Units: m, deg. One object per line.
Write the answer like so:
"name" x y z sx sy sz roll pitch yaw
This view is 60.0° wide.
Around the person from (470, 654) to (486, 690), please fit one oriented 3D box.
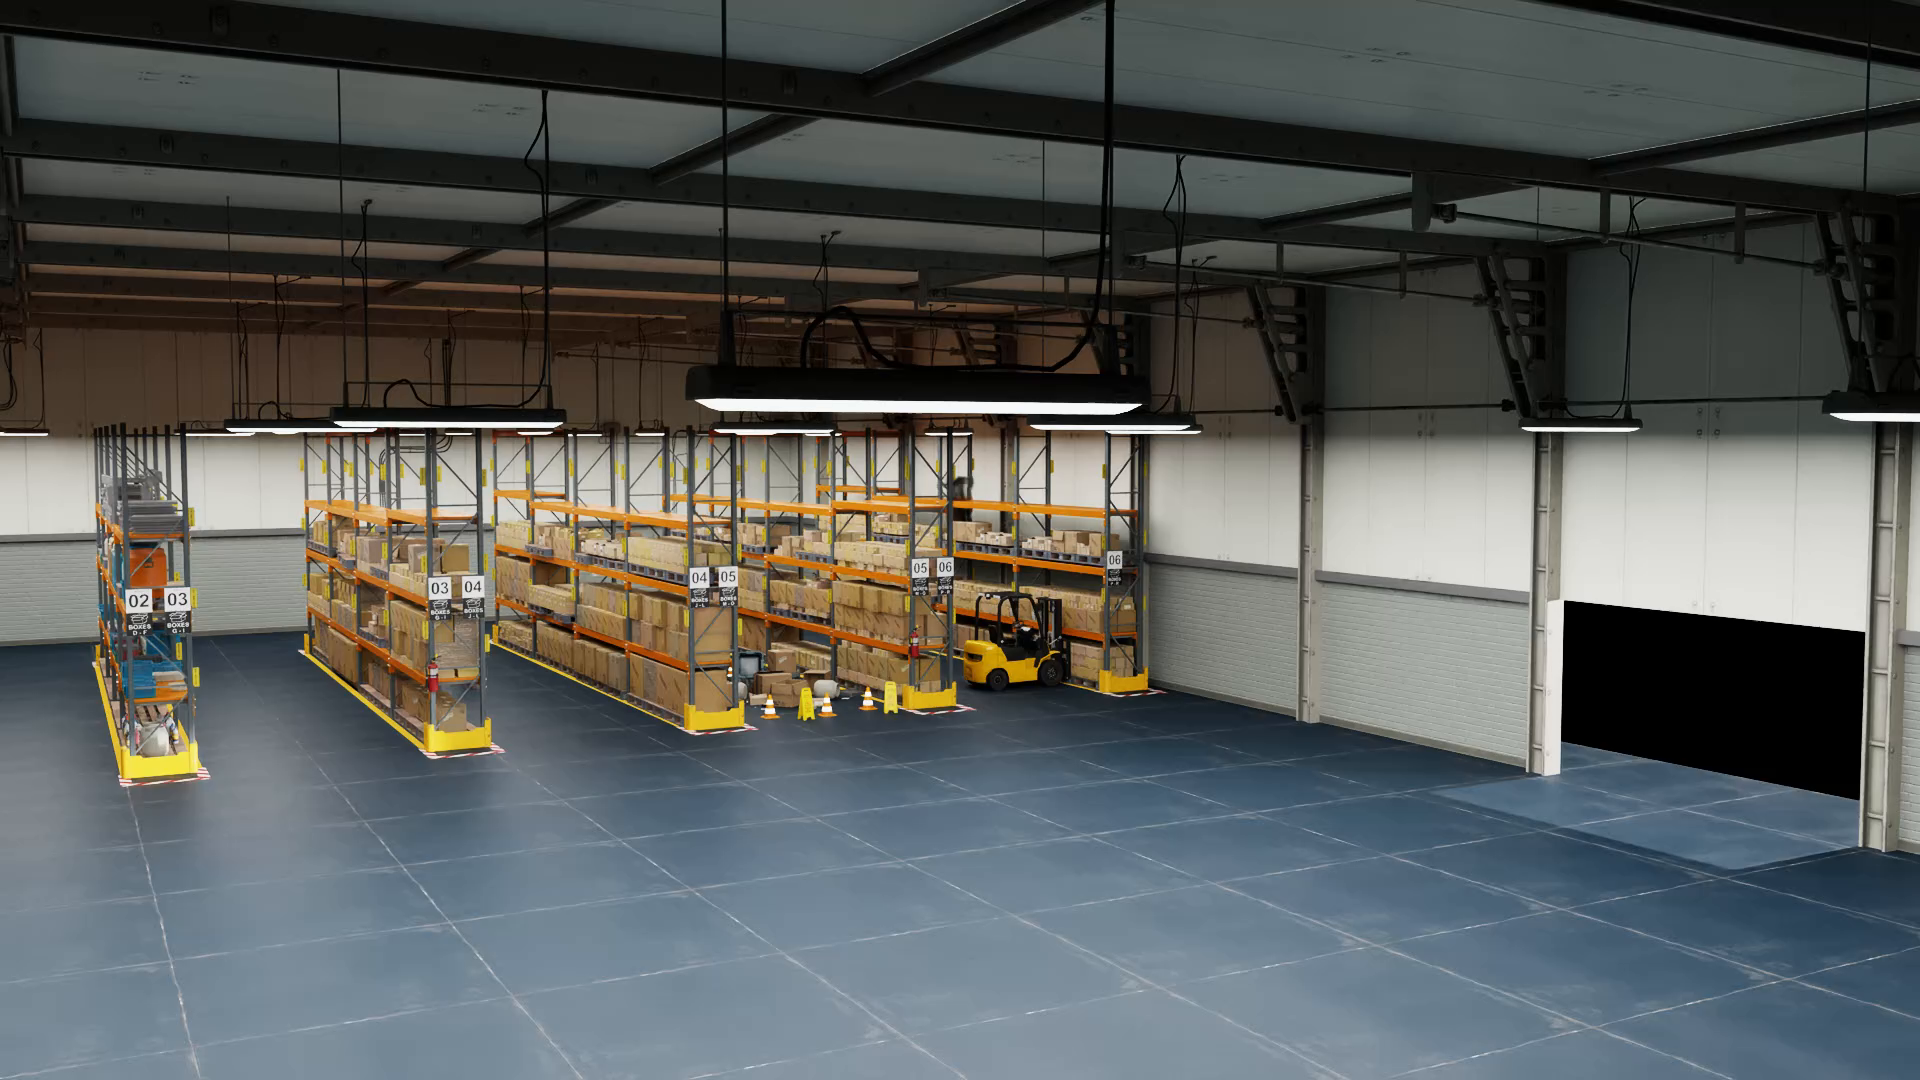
"person" -11.060 2.683 37.945 0.809 1.493 0.585 2 4 34
